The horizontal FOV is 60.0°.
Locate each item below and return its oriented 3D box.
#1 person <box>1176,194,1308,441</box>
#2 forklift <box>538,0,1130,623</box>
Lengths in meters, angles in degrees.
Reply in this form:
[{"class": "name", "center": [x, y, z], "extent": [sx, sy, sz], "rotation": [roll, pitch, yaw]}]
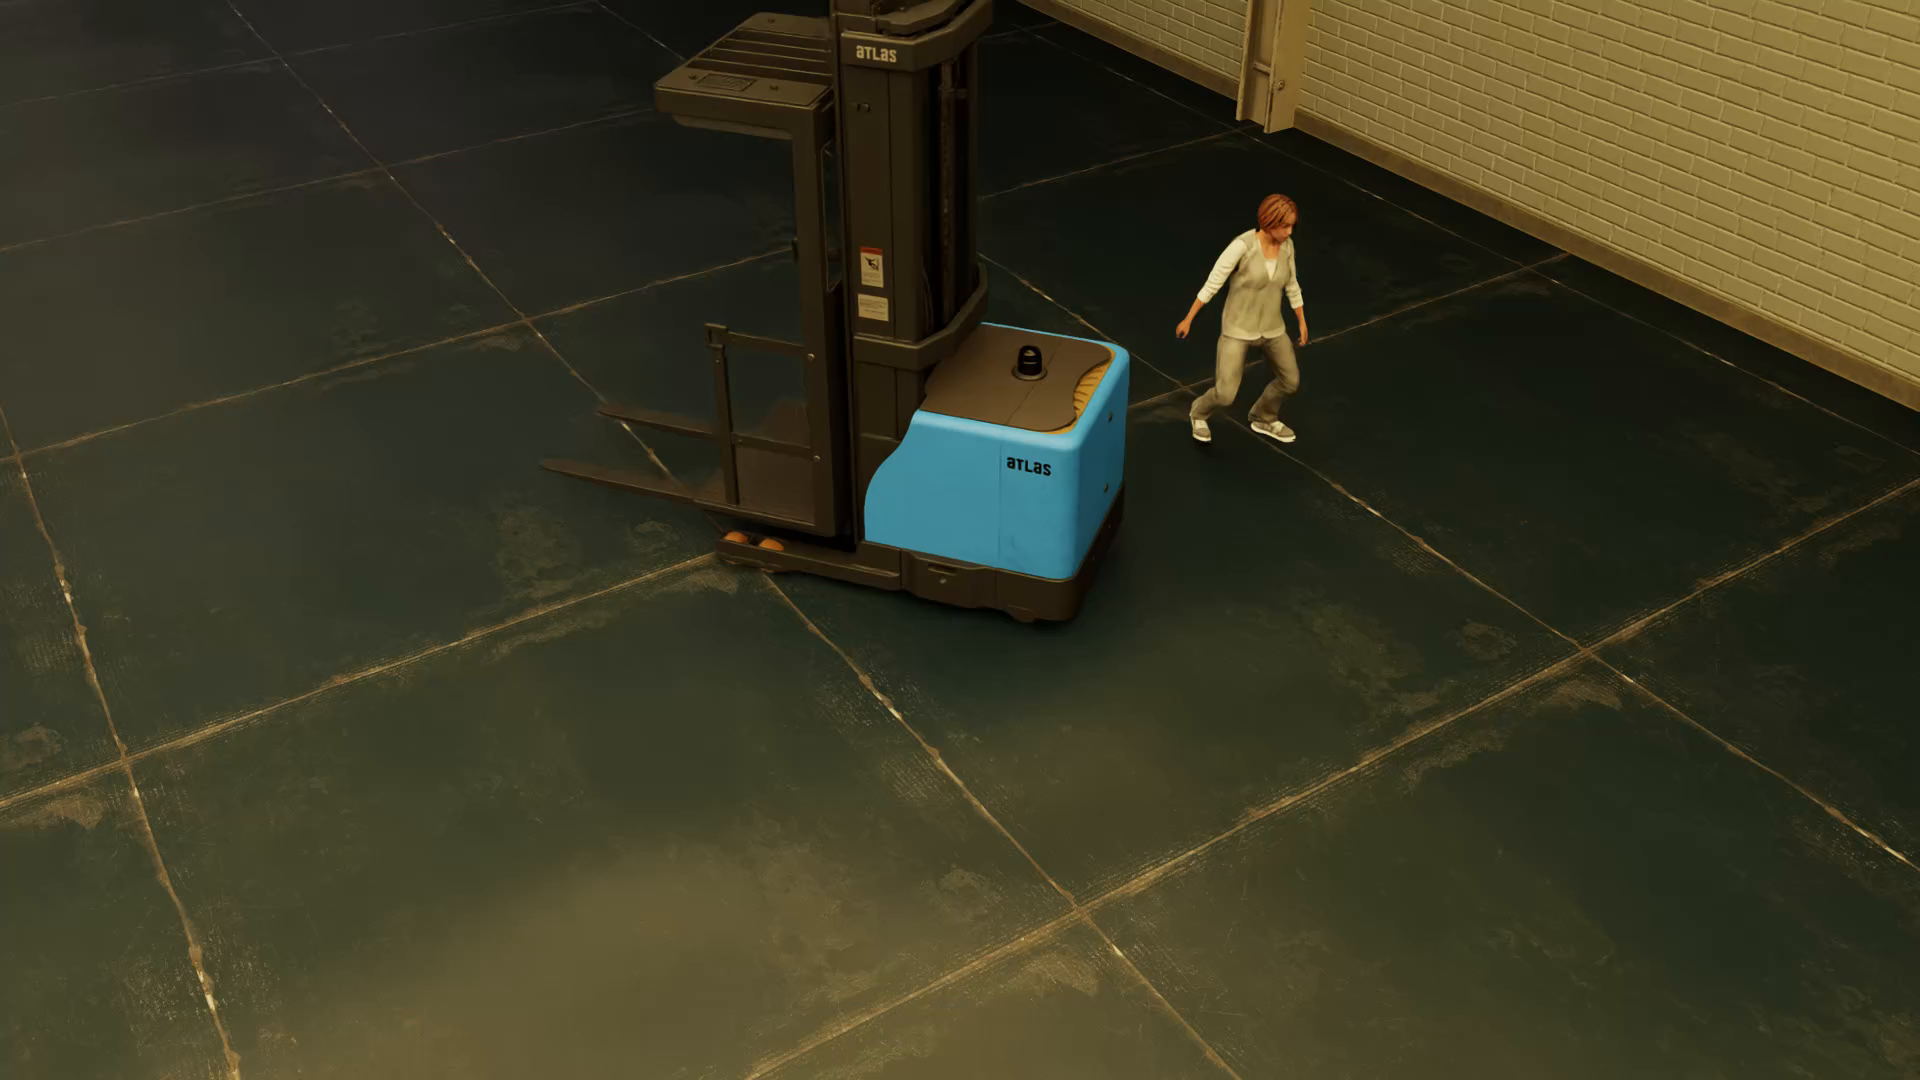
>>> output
[{"class": "person", "center": [1.544, -1.172, 9.064], "extent": [0.742, 1.508, 0.444], "rotation": [-9, 36, -13]}, {"class": "forklift", "center": [-0.721, -1.307, 8.008], "extent": [3.031, 2.935, 1.130], "rotation": [12, 37, 16]}]
